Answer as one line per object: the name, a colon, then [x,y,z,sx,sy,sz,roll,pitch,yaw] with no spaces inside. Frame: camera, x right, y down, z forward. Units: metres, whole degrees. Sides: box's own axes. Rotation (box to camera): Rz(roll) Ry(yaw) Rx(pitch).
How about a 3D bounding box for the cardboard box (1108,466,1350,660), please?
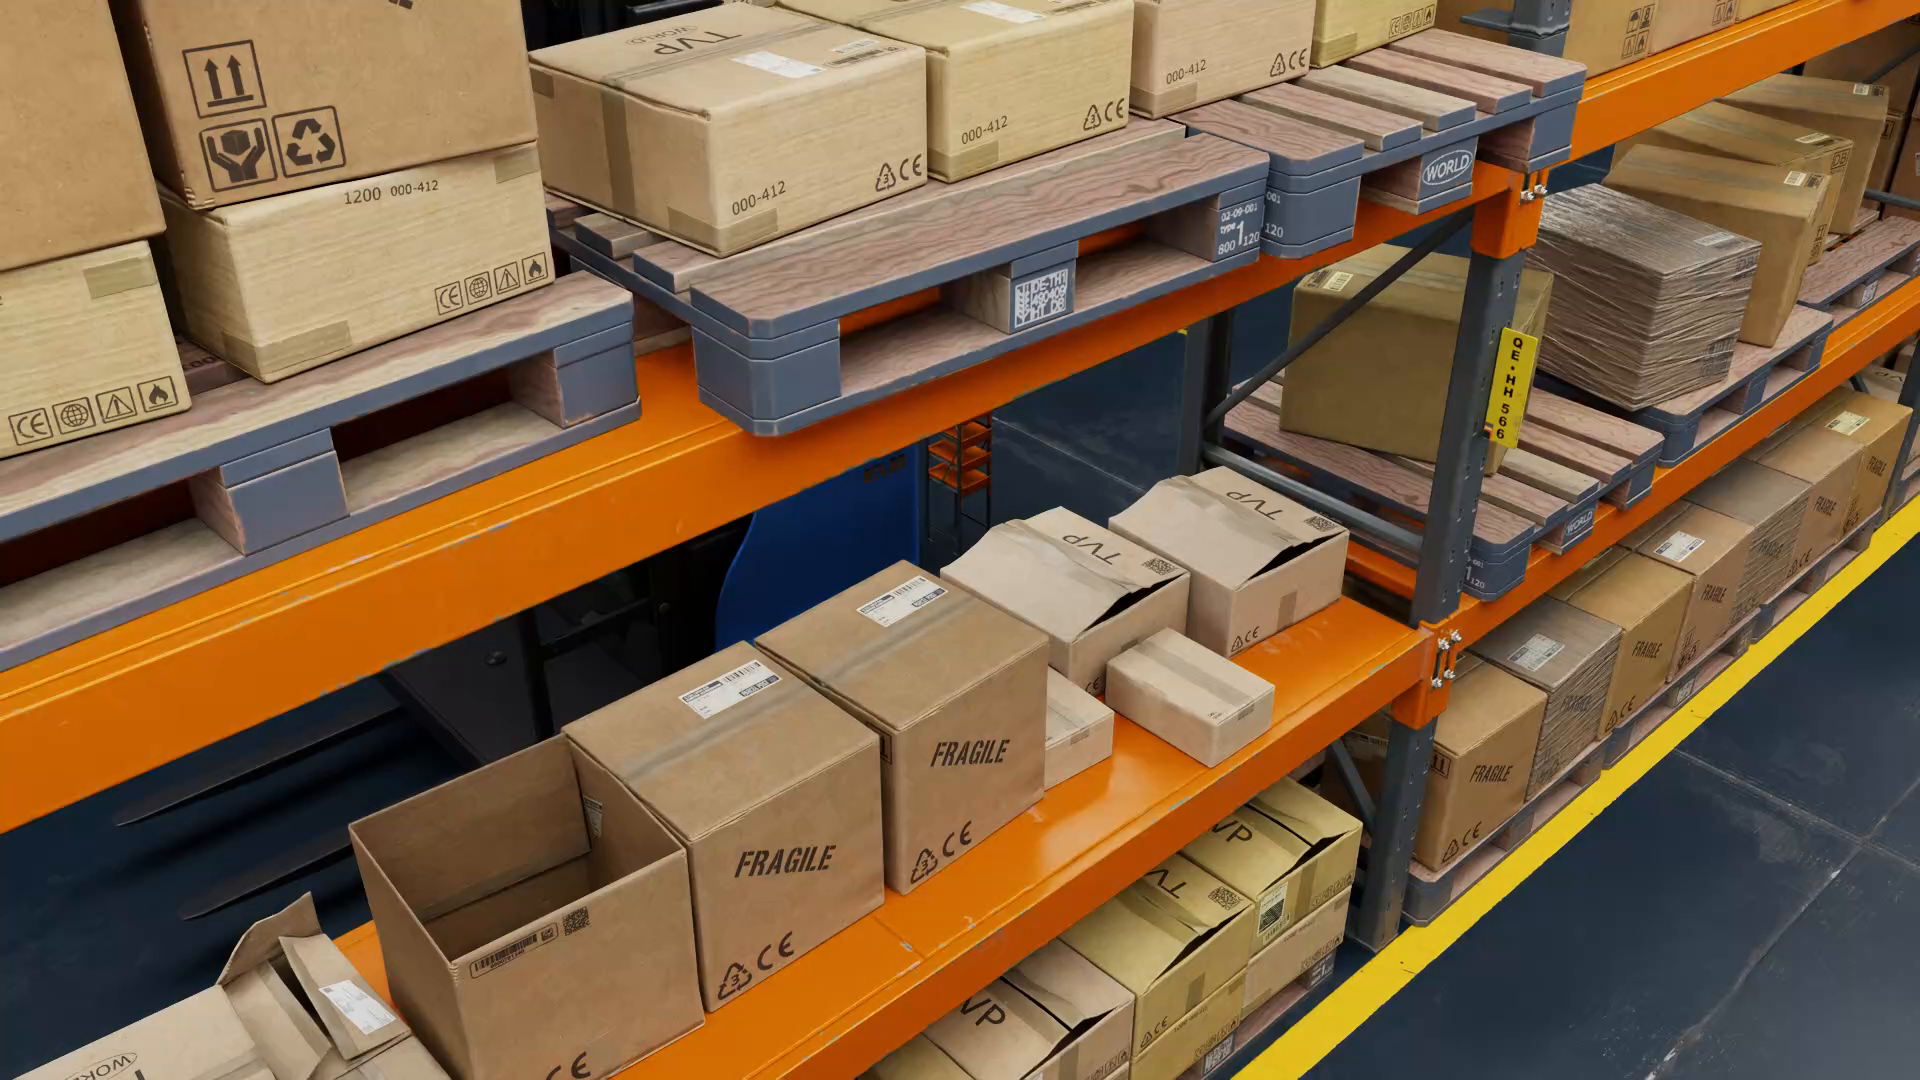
cardboard box: [0.785,0.033,4.907,0.500,0.311,0.500,-23,38,-33]

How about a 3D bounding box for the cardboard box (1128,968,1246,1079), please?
cardboard box: [0.486,1.340,4.916,0.500,0.250,0.500,-26,40,-36]

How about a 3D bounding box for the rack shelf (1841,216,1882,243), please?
rack shelf: [5.481,-1.939,8.735,4.000,0.370,1.077,-26,40,-35]

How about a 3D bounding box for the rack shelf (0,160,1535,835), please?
rack shelf: [-0.385,-0.381,3.312,4.000,0.370,1.077,-26,40,-35]

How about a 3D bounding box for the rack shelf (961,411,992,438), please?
rack shelf: [-0.011,-0.571,7.389,0.180,0.103,0.258,-26,40,-35]

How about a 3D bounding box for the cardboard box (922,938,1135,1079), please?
cardboard box: [0.116,1.282,4.474,0.500,0.311,0.500,-26,40,-36]

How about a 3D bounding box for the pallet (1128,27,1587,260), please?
pallet: [0.644,-1.042,3.884,1.003,0.211,1.213,-24,39,-33]

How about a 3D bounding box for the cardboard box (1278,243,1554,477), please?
cardboard box: [1.466,-0.606,5.367,0.700,0.500,0.500,15,35,23]

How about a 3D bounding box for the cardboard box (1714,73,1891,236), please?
cardboard box: [3.515,-1.676,7.117,0.700,0.500,0.500,15,35,23]

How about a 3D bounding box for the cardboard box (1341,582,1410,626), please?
cardboard box: [1.607,0.339,6.294,0.500,0.500,0.500,-24,39,-34]

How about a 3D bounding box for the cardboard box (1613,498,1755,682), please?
cardboard box: [2.740,0.158,6.591,0.500,0.500,0.500,-27,41,-37]

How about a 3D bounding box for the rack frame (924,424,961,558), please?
rack frame: [-0.078,-0.474,7.376,0.006,1.200,0.240,-26,40,-35]

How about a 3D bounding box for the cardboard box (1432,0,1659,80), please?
cardboard box: [1.378,-1.608,4.533,0.500,0.500,0.910,-26,40,-35]

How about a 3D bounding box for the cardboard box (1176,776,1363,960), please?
cardboard box: [0.864,0.917,5.071,0.500,0.311,0.500,-25,39,-34]

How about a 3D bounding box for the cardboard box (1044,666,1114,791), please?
cardboard box: [0.184,0.463,4.358,0.250,0.149,0.380,-23,38,-32]

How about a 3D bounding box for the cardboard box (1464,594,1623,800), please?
cardboard box: [1.989,0.521,5.997,0.500,0.500,0.500,-27,41,-37]

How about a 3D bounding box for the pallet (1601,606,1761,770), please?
pallet: [2.549,0.391,6.908,1.213,0.211,1.003,-26,40,-35]

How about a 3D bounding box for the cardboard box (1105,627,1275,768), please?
cardboard box: [0.609,0.414,4.438,0.250,0.149,0.380,-26,40,-35]

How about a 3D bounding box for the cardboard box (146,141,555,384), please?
cardboard box: [-0.993,-0.505,2.566,0.500,0.250,0.500,25,39,34]

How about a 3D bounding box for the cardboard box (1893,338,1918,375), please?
cardboard box: [5.097,-0.892,8.628,0.250,0.166,0.380,-26,40,-35]

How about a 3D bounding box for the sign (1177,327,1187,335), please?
sign: [0.705,-0.782,5.120,0.005,0.325,0.100,-26,40,-35]

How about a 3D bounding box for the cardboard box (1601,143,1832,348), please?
cardboard box: [2.761,-1.108,6.188,0.700,0.500,0.500,18,36,27]

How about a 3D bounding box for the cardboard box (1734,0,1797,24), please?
cardboard box: [2.133,-1.973,5.130,0.500,0.500,0.910,-26,40,-35]

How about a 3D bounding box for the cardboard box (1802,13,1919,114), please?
cardboard box: [4.209,-2.284,7.556,0.500,0.500,0.500,-26,40,-35]

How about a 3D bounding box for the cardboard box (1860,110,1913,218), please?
cardboard box: [4.206,-1.855,7.812,0.500,0.500,0.500,-25,39,-35]

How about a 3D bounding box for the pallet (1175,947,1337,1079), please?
pallet: [0.451,1.349,5.342,1.213,0.211,1.003,-26,40,-35]

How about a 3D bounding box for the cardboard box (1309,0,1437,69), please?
cardboard box: [0.787,-1.330,3.916,0.500,0.250,0.500,26,40,35]

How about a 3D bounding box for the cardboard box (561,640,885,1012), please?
cardboard box: [-0.524,0.628,3.752,0.500,0.500,0.500,-26,40,-35]

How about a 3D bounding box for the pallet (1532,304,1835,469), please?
pallet: [2.504,-0.727,6.248,1.213,0.211,1.003,-26,40,-35]

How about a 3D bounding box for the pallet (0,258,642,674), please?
pallet: [-1.214,-0.215,2.534,0.805,0.209,1.217,27,41,37]

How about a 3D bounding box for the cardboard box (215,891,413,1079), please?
cardboard box: [-1.332,0.976,3.407,0.258,0.266,0.396,-27,40,-37]

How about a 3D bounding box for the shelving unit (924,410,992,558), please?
shelving unit: [-0.011,-0.507,7.429,0.189,1.200,0.258,-26,40,-35]

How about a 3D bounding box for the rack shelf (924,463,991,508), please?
rack shelf: [-0.011,-0.264,7.577,0.180,0.103,0.258,-26,40,-35]

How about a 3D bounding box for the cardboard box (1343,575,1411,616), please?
cardboard box: [1.646,-0.002,6.134,0.500,0.250,0.500,-24,39,-34]

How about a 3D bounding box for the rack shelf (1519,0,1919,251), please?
rack shelf: [2.548,-1.800,5.633,4.000,0.370,1.077,-26,40,-35]

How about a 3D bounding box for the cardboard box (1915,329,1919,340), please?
cardboard box: [5.388,-1.328,9.017,0.637,0.503,0.797,-26,40,-35]

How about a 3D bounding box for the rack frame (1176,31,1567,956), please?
rack frame: [1.081,-0.118,5.067,0.127,3.000,1.000,-26,40,-35]

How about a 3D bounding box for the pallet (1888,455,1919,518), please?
pallet: [4.518,-0.590,8.513,1.213,0.211,1.003,-26,40,-35]

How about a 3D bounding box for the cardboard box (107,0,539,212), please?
cardboard box: [-0.971,-0.828,2.376,0.500,0.500,0.500,-22,38,-31]

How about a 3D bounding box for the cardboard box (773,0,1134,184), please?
cardboard box: [-0.013,-0.939,3.276,0.500,0.250,0.500,-27,40,-36]

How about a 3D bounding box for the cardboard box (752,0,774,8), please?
cardboard box: [-1.024,-2.942,8.566,0.500,0.250,0.500,-26,40,-35]

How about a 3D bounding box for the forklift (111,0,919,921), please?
forklift: [-1.587,-0.496,5.752,3.031,2.935,1.130,-25,39,-35]

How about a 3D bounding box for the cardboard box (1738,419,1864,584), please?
cardboard box: [3.479,-0.201,7.178,0.500,0.500,0.500,-26,40,-35]
